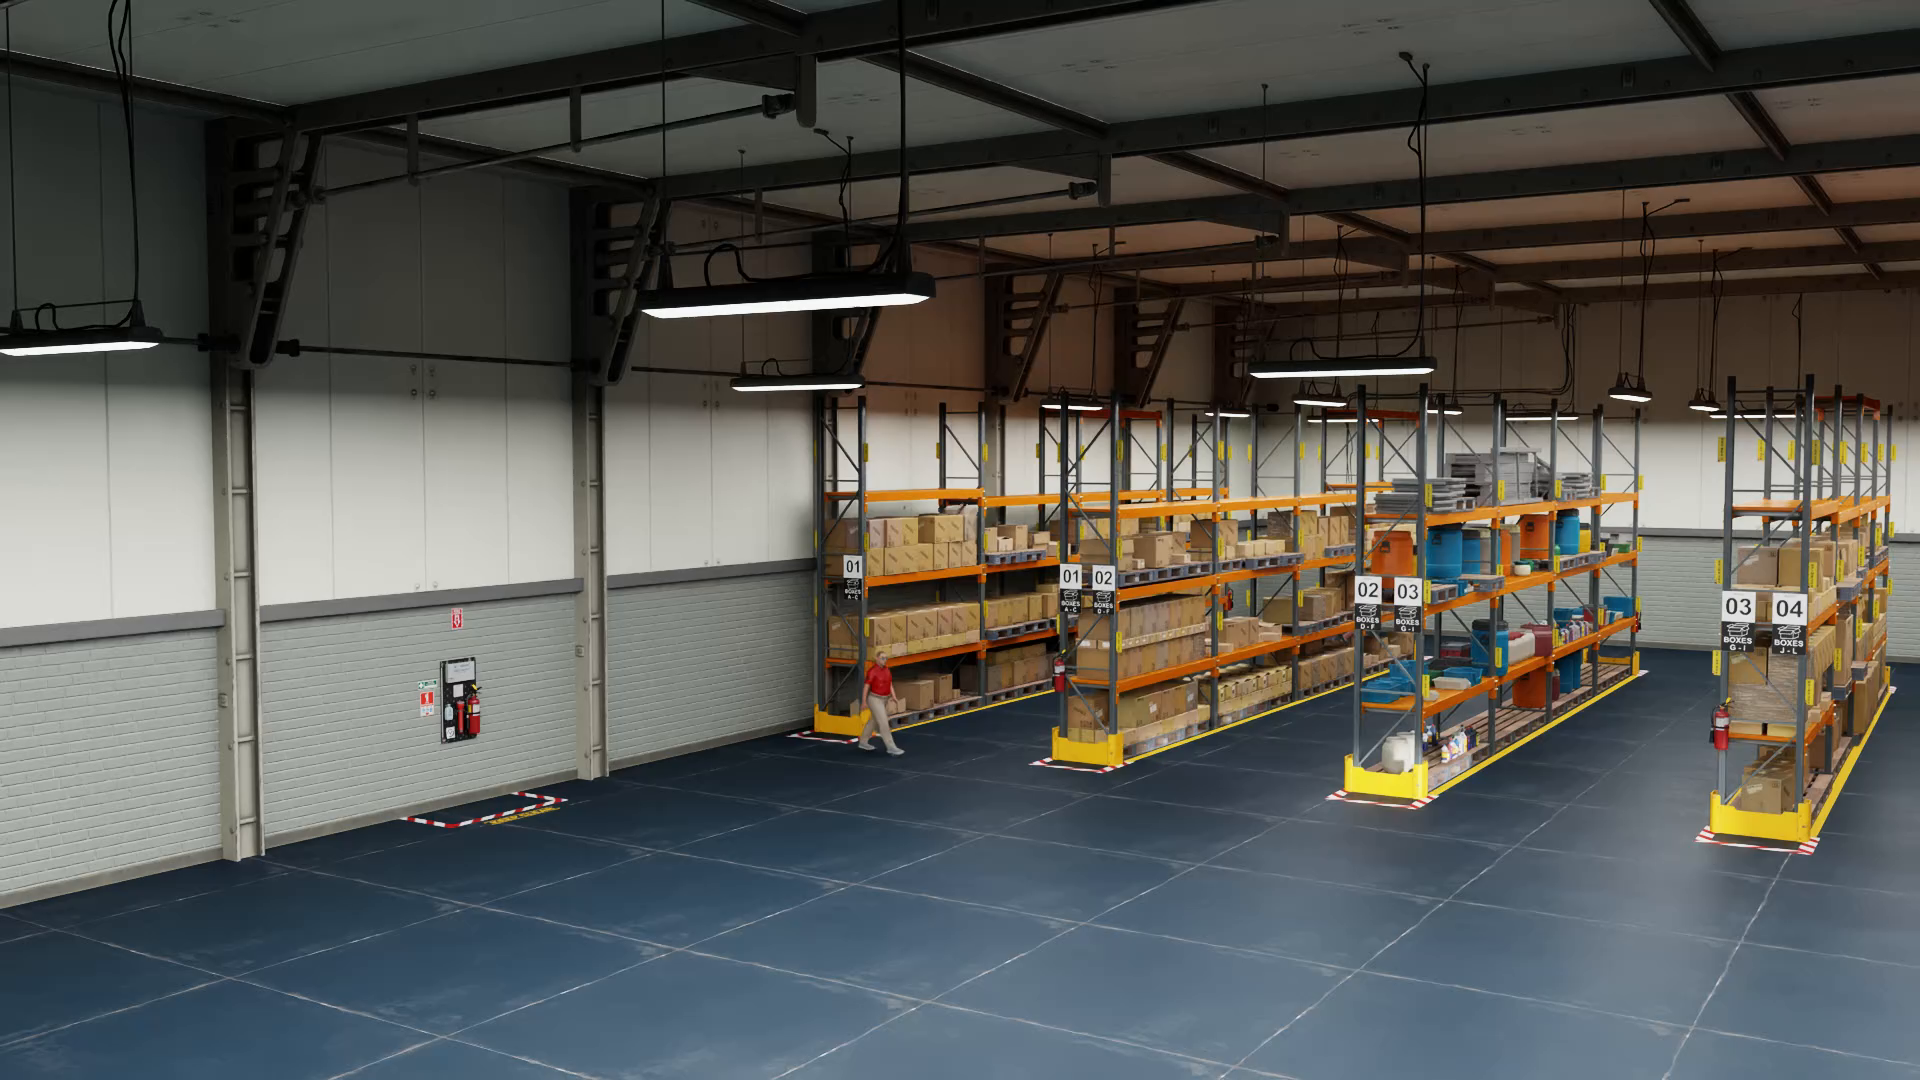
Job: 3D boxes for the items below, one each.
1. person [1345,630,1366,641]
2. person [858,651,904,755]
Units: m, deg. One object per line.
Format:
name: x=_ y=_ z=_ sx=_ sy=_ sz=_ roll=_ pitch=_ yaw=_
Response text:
person: x=10.114 y=1.935 z=42.330 sx=0.490 sy=1.668 sz=0.617 roll=-2 pitch=4 yaw=-37
person: x=-1.290 y=2.686 z=27.703 sx=0.981 sy=1.672 sz=0.539 roll=1 pitch=3 yaw=23
